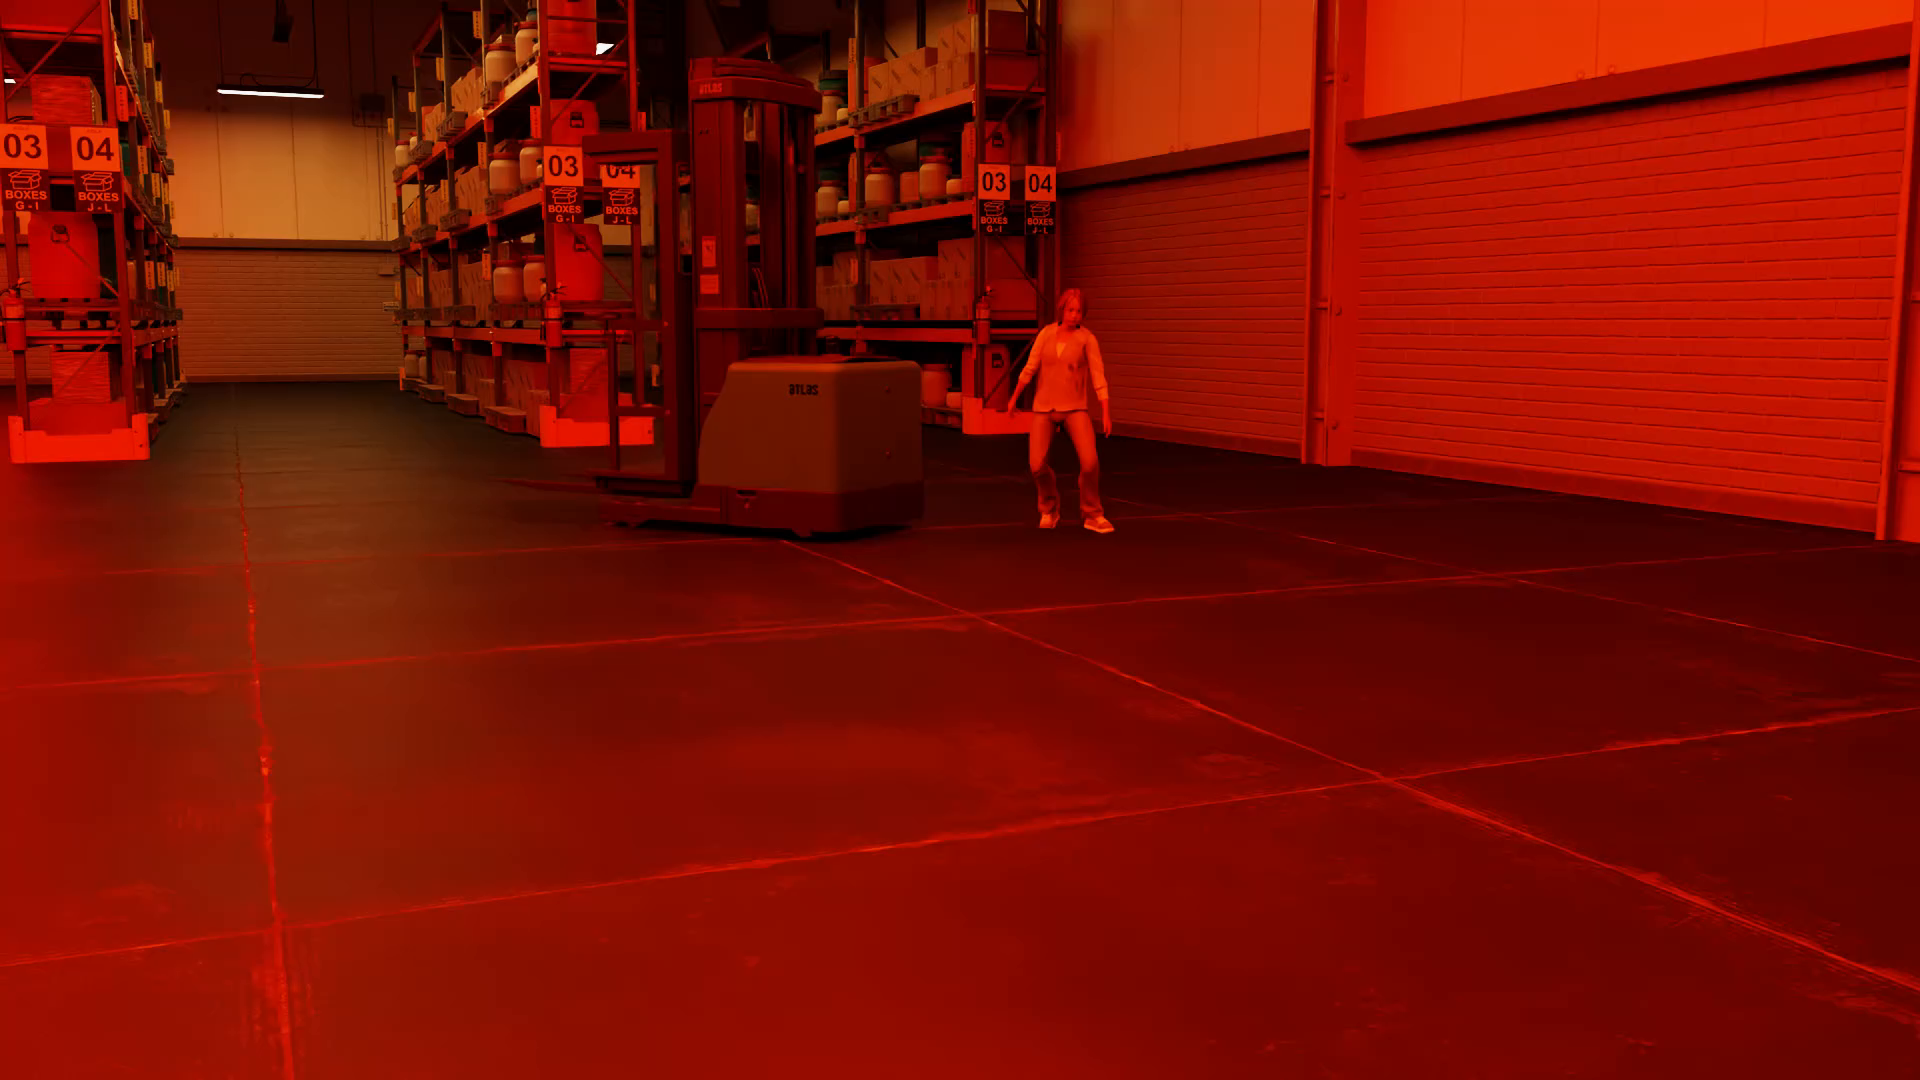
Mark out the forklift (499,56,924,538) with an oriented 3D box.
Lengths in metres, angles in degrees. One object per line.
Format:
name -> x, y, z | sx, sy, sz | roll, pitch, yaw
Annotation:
forklift -> -1.757, -1.584, 10.953 | 3.031, 2.935, 1.130 | 5, 9, 31

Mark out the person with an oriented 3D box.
person -> 0.654, -0.811, 10.595 | 0.747, 1.548, 0.440 | 3, 8, 22
